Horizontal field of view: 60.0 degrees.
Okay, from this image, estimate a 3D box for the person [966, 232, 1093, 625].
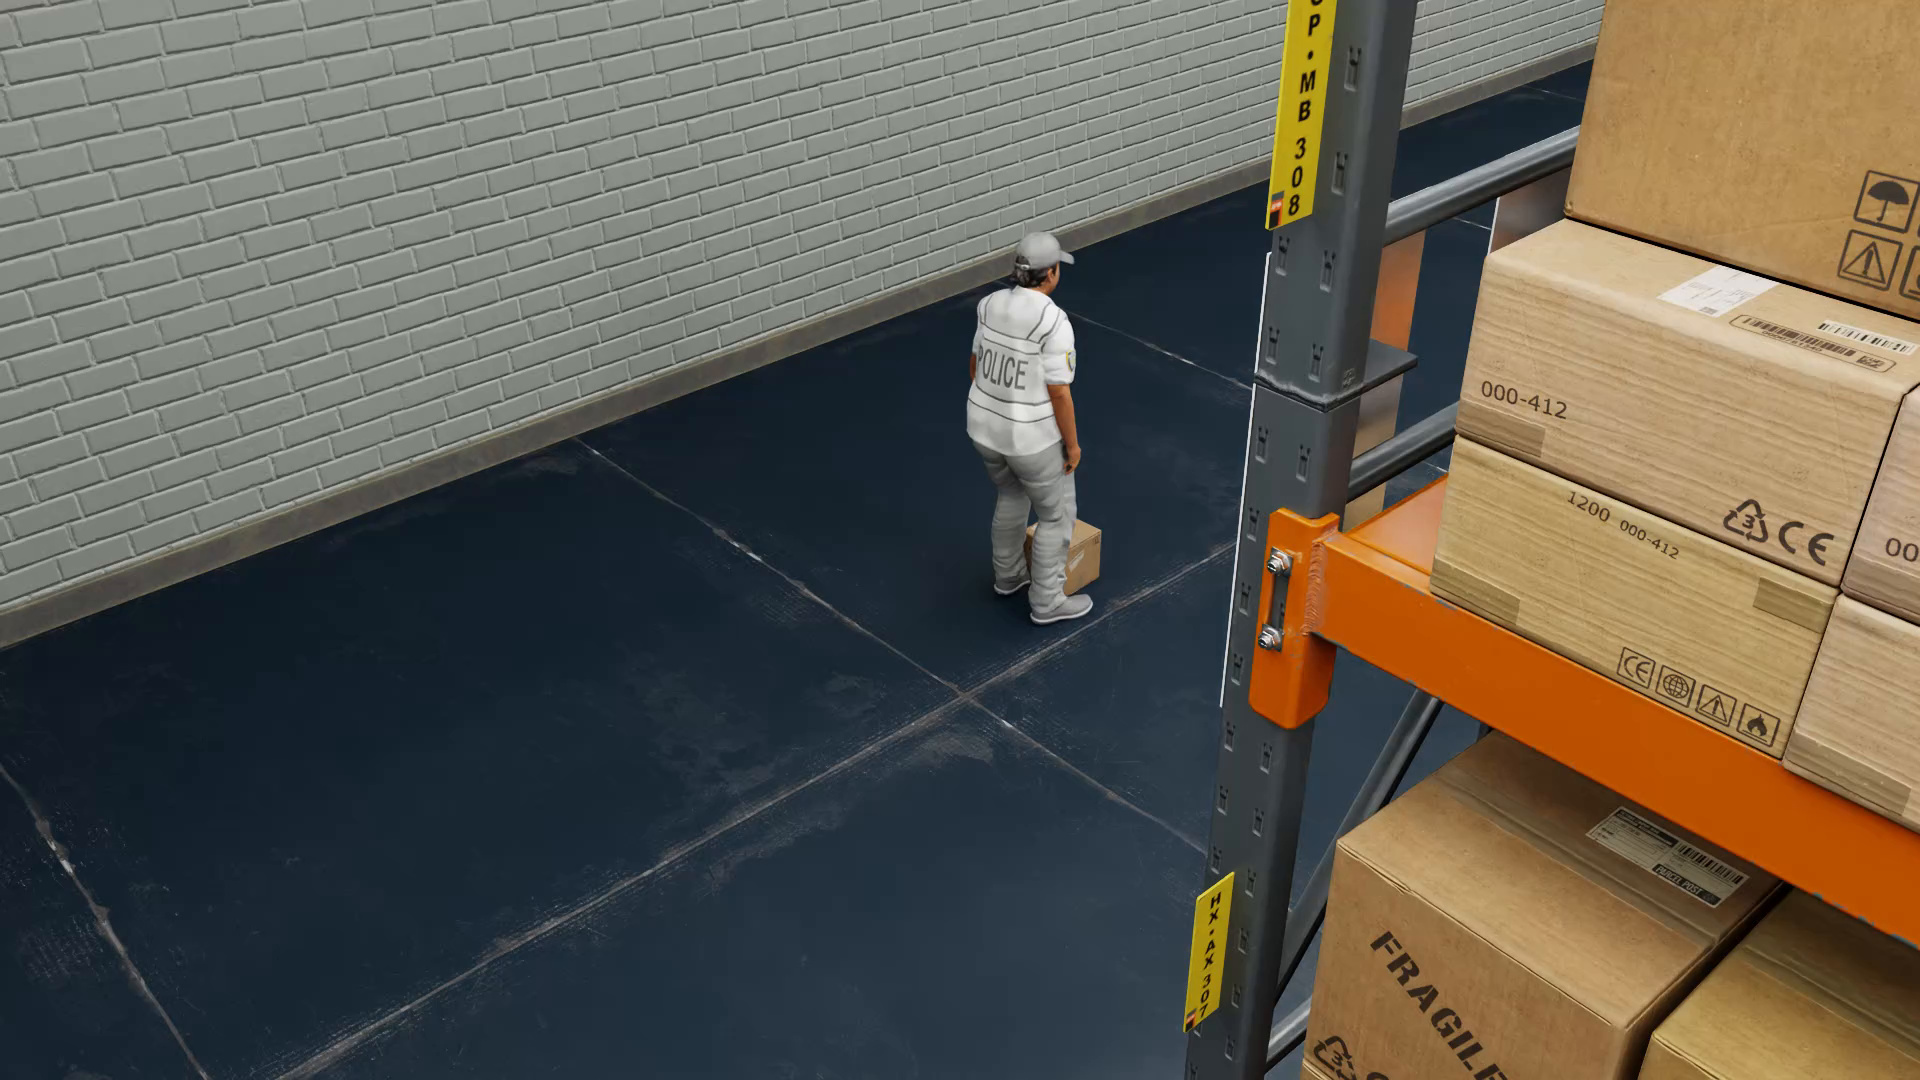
[{"bbox_3d":[0.293,-0.451,6.854,0.554,1.665,0.467,27,41,36],"label":"person"}]
